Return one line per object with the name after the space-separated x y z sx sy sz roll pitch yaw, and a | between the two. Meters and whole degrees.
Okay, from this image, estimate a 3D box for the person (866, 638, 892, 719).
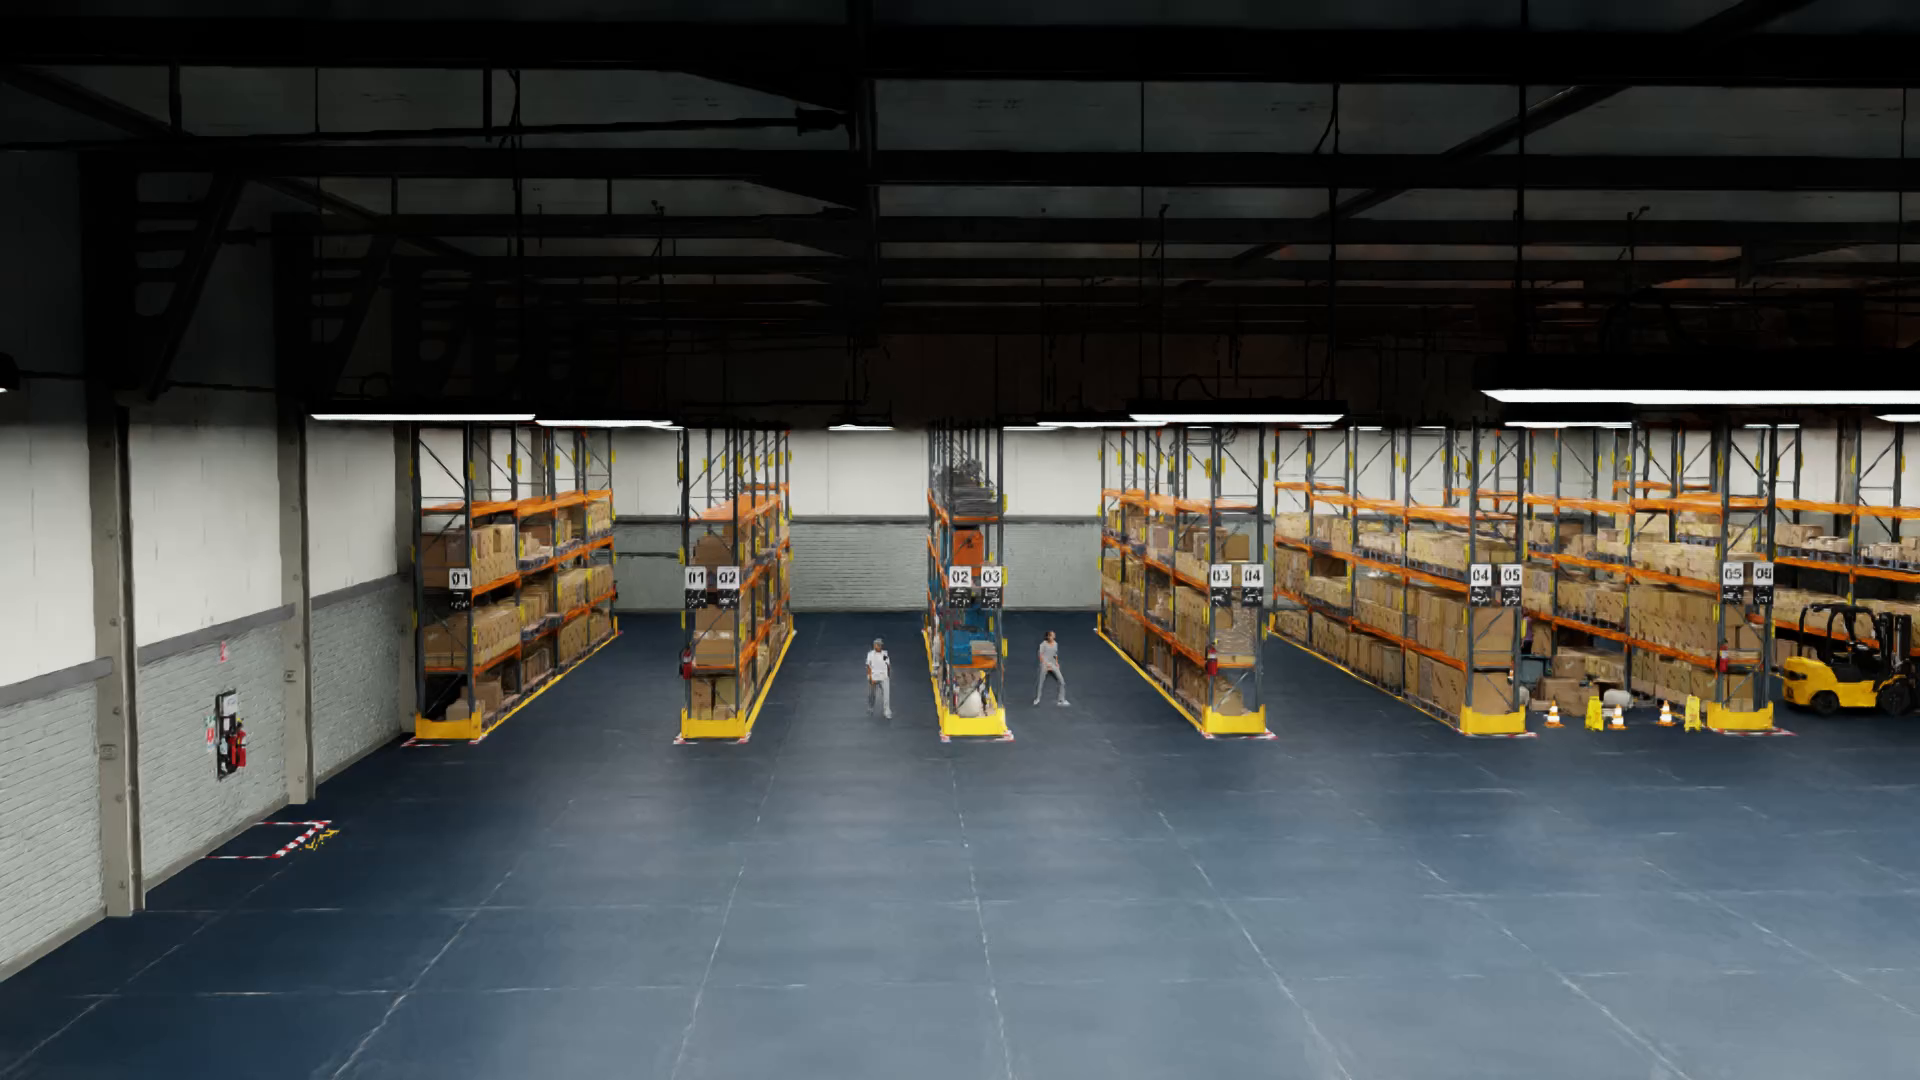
-1.632 2.748 33.149 0.490 1.597 0.999 -1 4 -10 | person

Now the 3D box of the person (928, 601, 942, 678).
-0.371 2.269 38.303 0.595 1.736 0.974 1 4 19 | person

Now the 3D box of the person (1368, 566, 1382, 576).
12.958 1.521 51.768 0.515 1.663 0.547 2 4 34 | person

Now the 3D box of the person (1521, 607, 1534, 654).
13.299 2.359 39.146 0.536 1.590 0.534 2 4 22 | person

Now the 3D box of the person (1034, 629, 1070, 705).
1.865 2.647 34.690 0.613 1.607 0.802 -1 4 -22 | person
